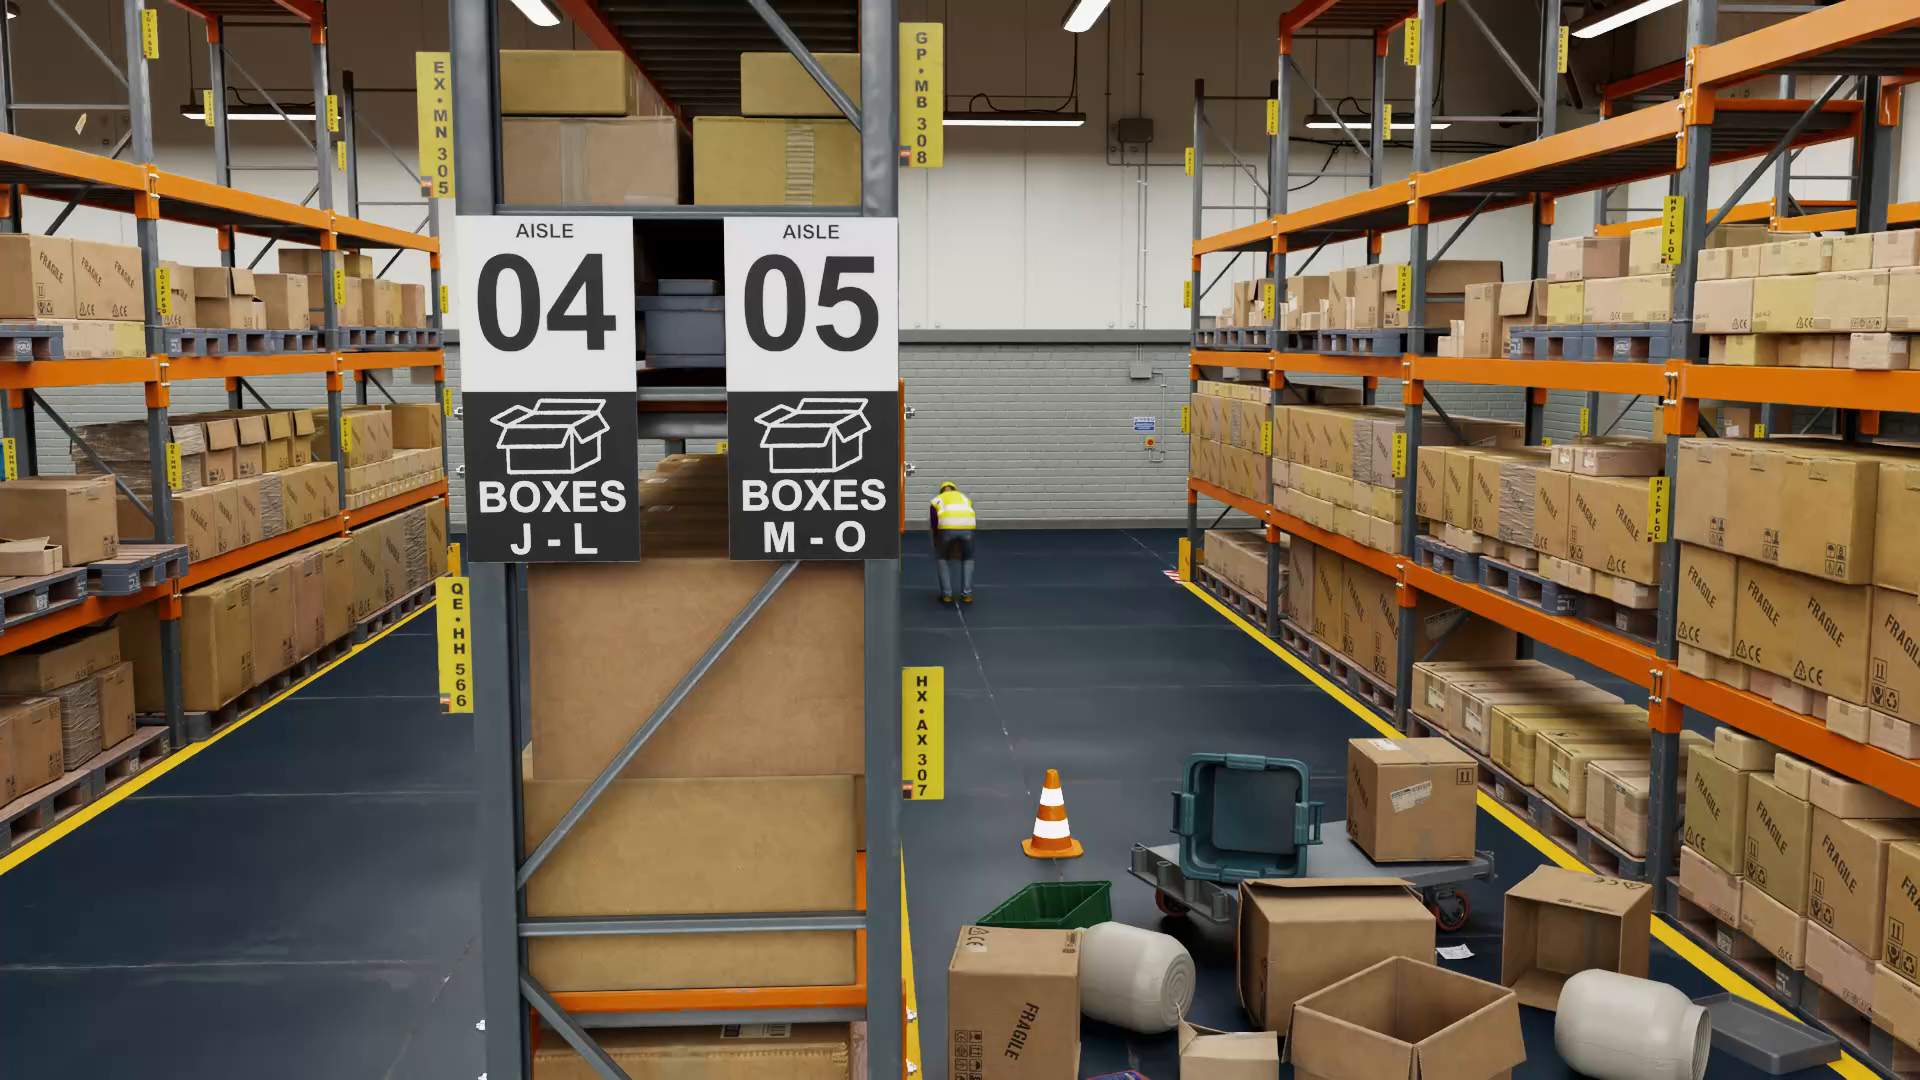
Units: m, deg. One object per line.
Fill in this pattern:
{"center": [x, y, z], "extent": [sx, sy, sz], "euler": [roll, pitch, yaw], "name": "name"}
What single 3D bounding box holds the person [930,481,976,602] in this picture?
{"center": [-0.092, 0.015, 18.920], "extent": [0.492, 1.311, 0.923], "euler": [-1, 7, -7], "name": "person"}
